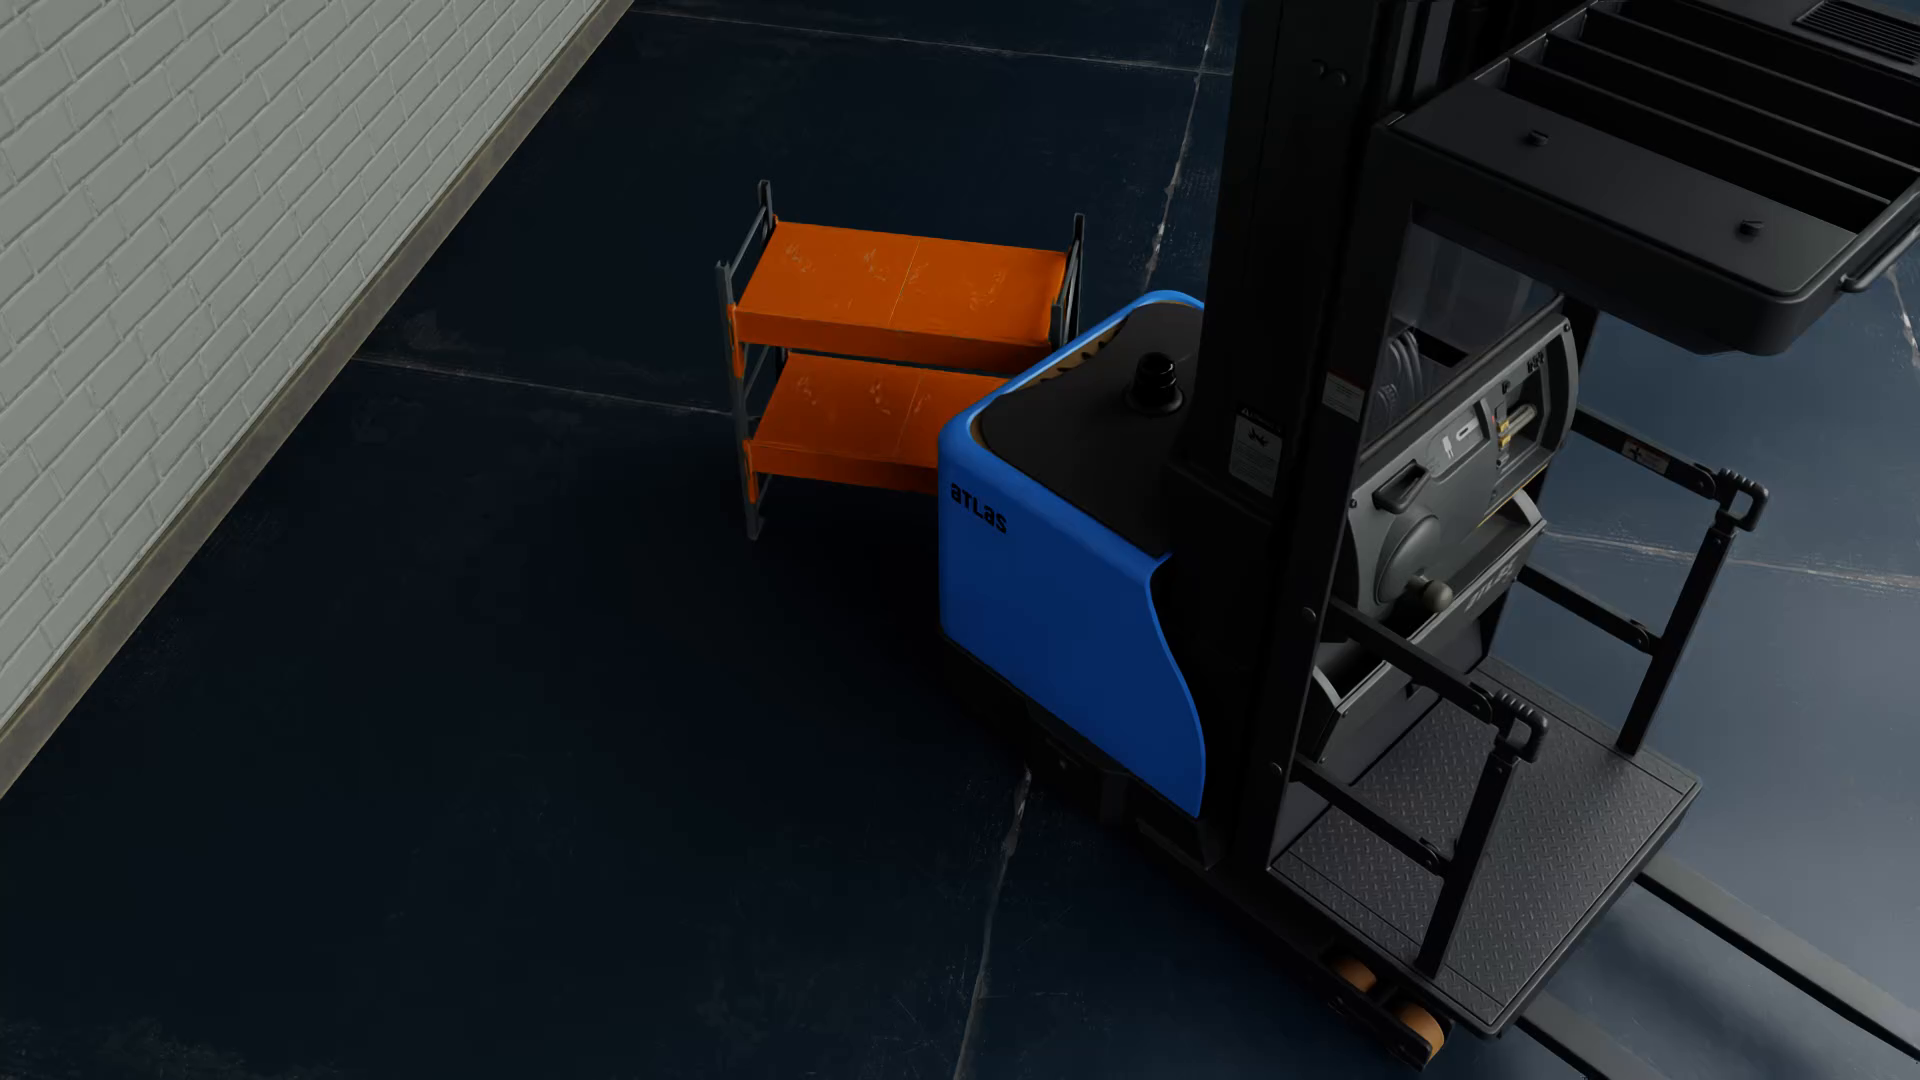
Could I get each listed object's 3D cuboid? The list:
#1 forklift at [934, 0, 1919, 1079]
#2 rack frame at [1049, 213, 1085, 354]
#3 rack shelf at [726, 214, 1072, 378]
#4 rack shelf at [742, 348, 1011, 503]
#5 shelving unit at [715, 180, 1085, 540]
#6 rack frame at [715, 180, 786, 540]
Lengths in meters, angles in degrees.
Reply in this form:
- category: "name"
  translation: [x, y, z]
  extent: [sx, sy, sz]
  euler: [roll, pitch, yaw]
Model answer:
- category: "forklift"
  translation: [1.321, -0.104, 3.744]
  extent: [3.031, 2.935, 1.130]
  euler: [35, 54, 31]
- category: "rack frame"
  translation: [0.327, -0.443, 5.400]
  extent: [0.032, 1.125, 0.500]
  euler: [8, 44, 8]
- category: "rack shelf"
  translation: [-0.172, -0.721, 5.266]
  extent: [1.000, 0.278, 0.538]
  euler: [8, 44, 8]
- category: "rack shelf"
  translation: [-0.172, -0.334, 5.639]
  extent: [1.000, 0.278, 0.538]
  euler: [8, 44, 8]
- category: "shelving unit"
  translation: [-0.172, -0.511, 5.469]
  extent: [1.048, 1.125, 0.538]
  euler: [8, 44, 8]
- category: "rack frame"
  translation: [-0.671, -0.578, 5.539]
  extent: [0.032, 1.125, 0.500]
  euler: [8, 44, 8]
